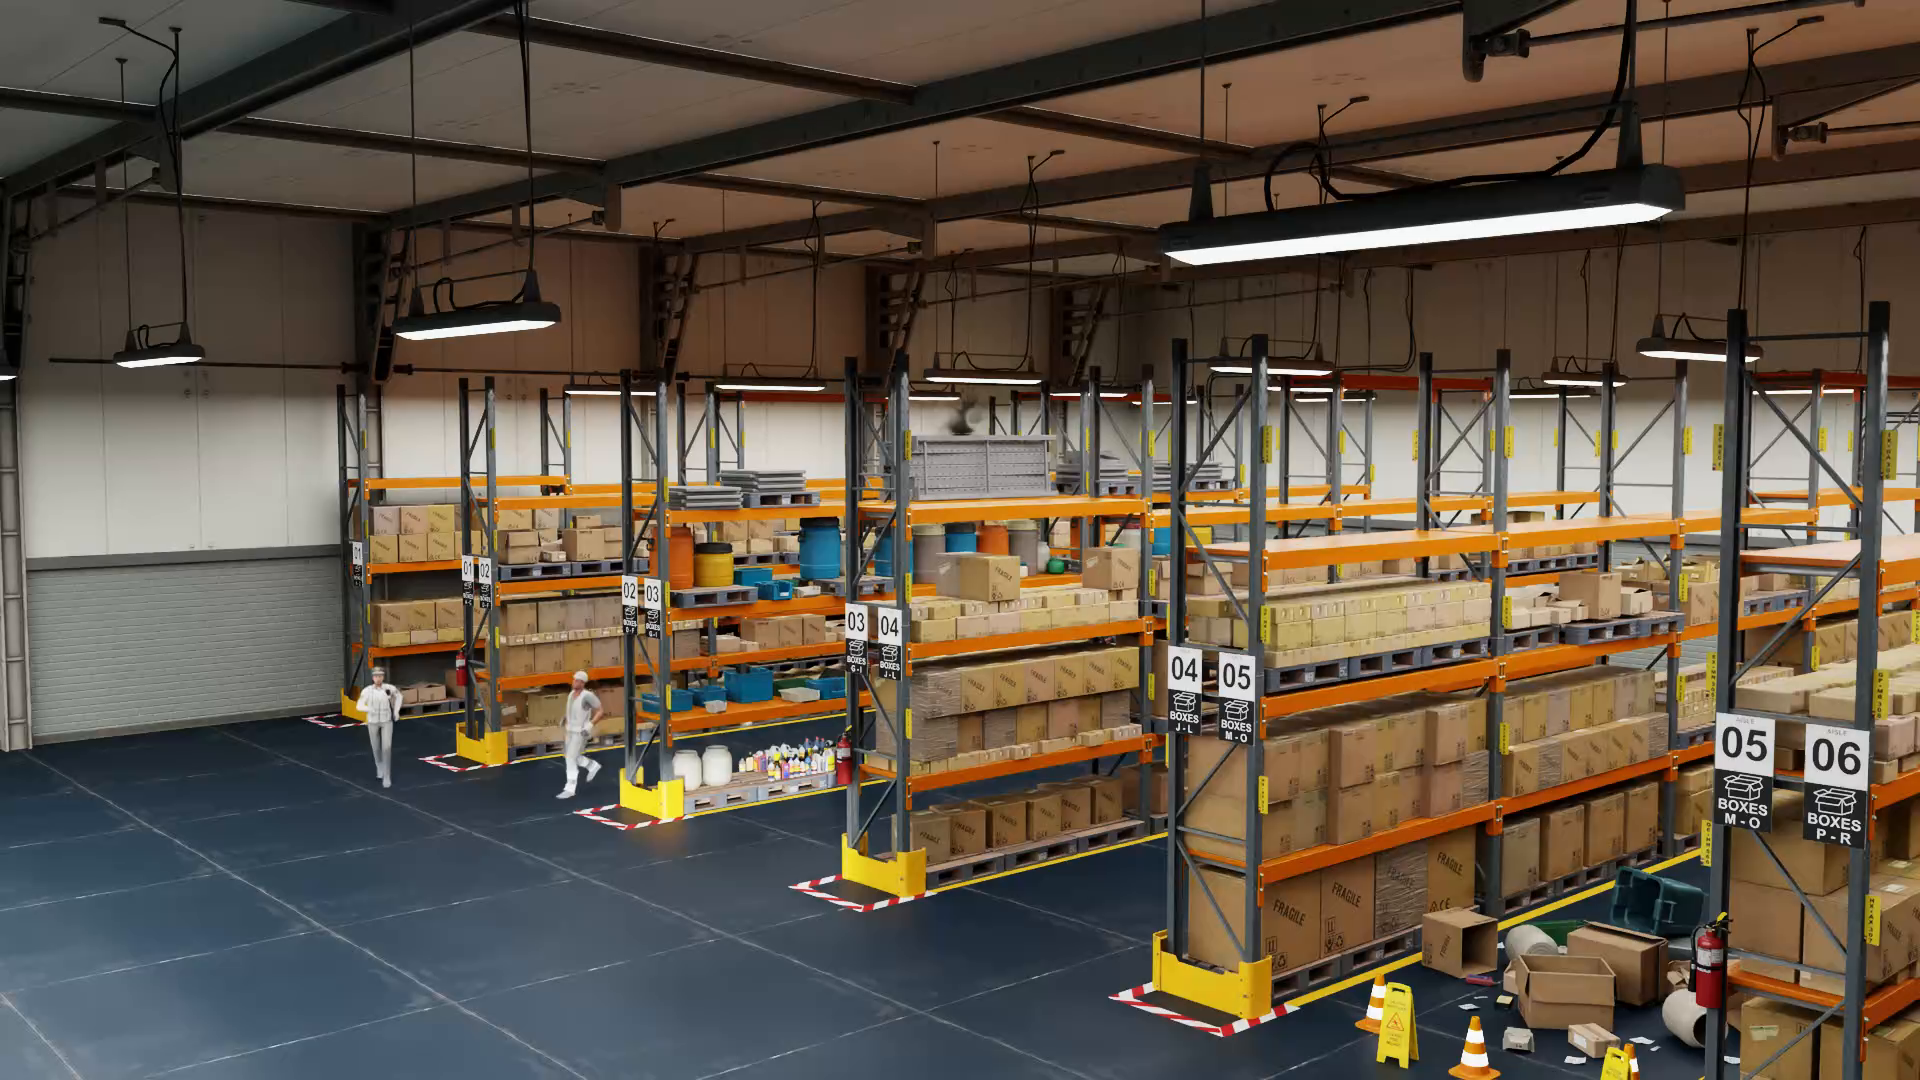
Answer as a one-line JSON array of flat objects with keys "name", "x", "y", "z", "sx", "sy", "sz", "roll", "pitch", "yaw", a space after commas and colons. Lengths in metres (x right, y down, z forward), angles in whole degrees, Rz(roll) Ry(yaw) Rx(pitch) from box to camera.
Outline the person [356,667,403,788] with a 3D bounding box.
[{"name": "person", "x": -8.502, "y": 2.700, "z": 24.360, "sx": 0.617, "sy": 1.725, "sz": 0.836, "roll": -1, "pitch": 4, "yaw": -14}]

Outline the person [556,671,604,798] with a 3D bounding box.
[{"name": "person", "x": -5.382, "y": 2.748, "z": 23.645, "sx": 0.719, "sy": 1.791, "sz": 0.843, "roll": 3, "pitch": 5, "yaw": 38}]
